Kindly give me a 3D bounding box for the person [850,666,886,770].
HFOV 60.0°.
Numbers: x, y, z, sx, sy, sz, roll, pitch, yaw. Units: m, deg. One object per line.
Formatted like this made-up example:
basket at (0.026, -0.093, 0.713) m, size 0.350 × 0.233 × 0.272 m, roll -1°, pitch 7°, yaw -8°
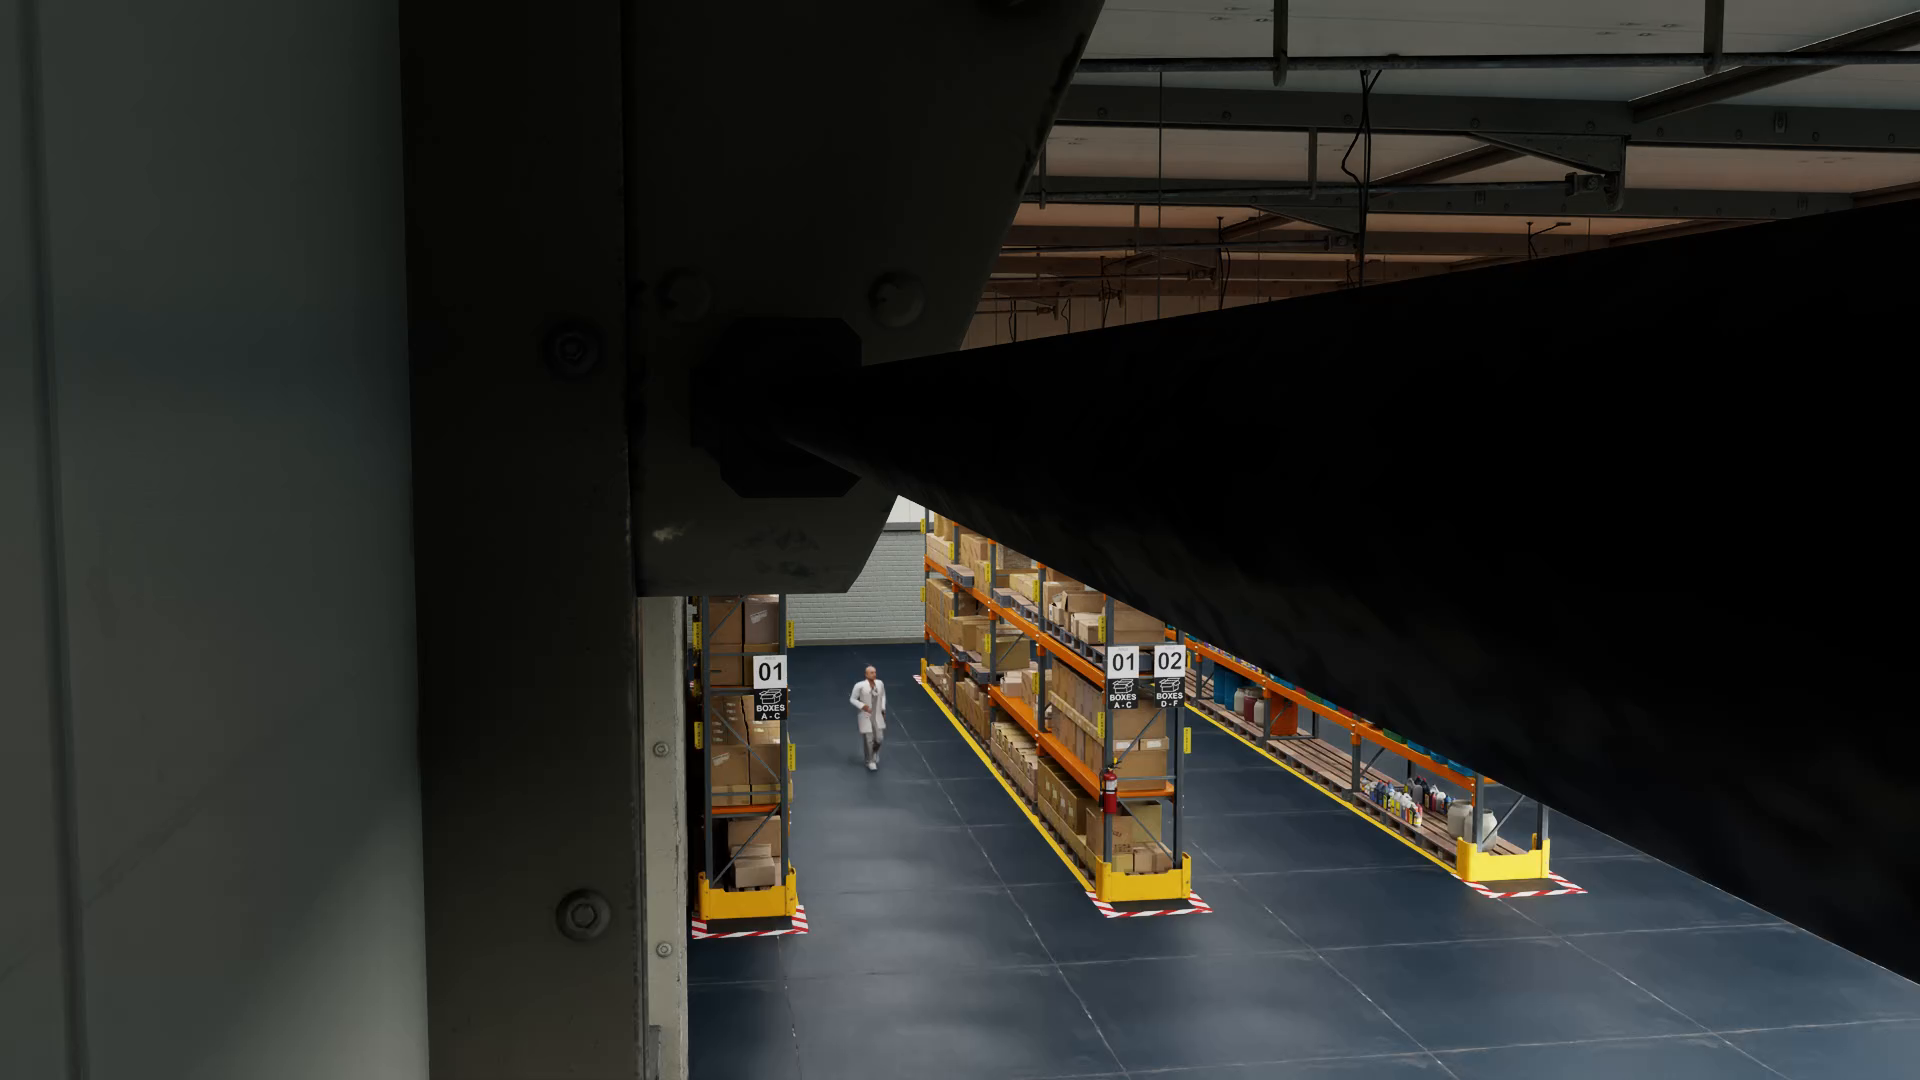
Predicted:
person at (-1.507, 3.041, 28.019) m, size 0.691 × 1.662 × 0.659 m, roll -2°, pitch 6°, yaw -25°
